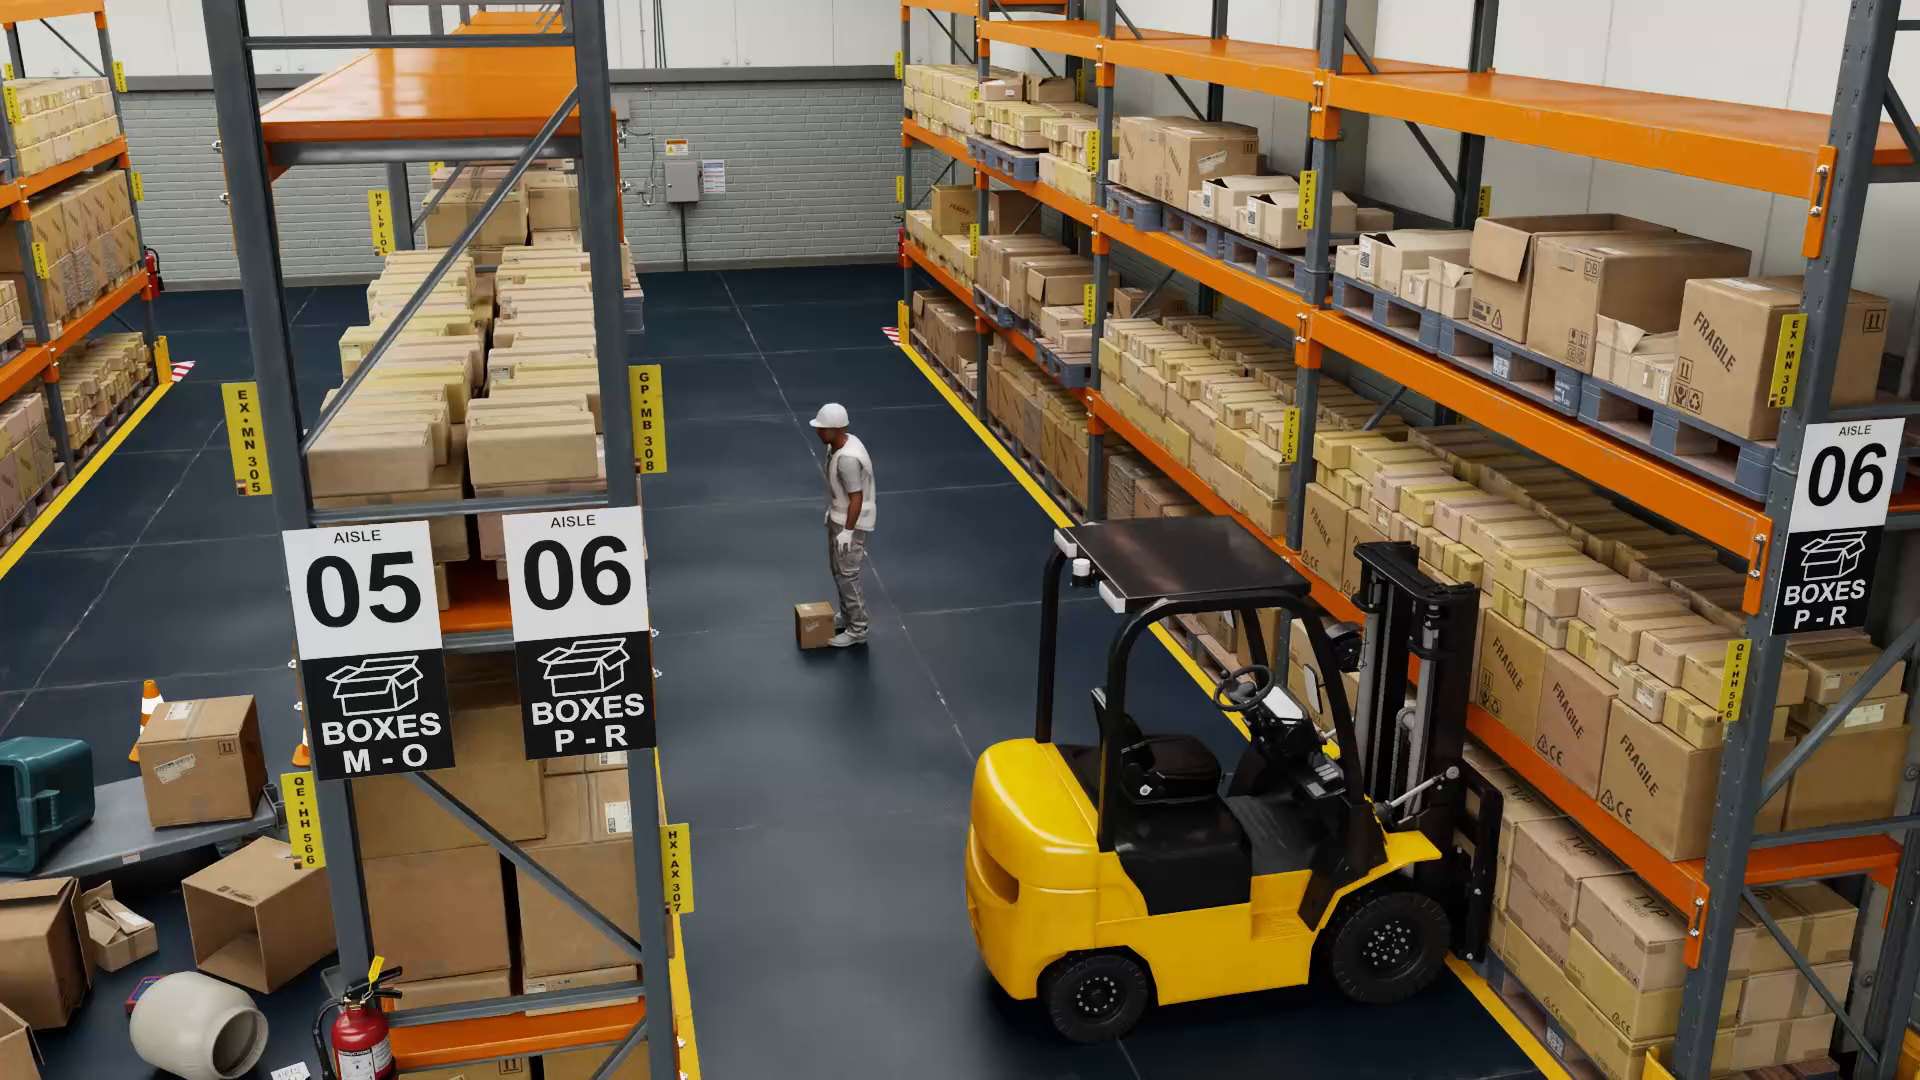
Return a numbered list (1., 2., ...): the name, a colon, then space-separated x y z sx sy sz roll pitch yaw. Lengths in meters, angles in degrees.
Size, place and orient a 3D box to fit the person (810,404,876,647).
1. person: -0.833 -0.122 11.898 0.446 1.775 0.617 -4 20 -12
